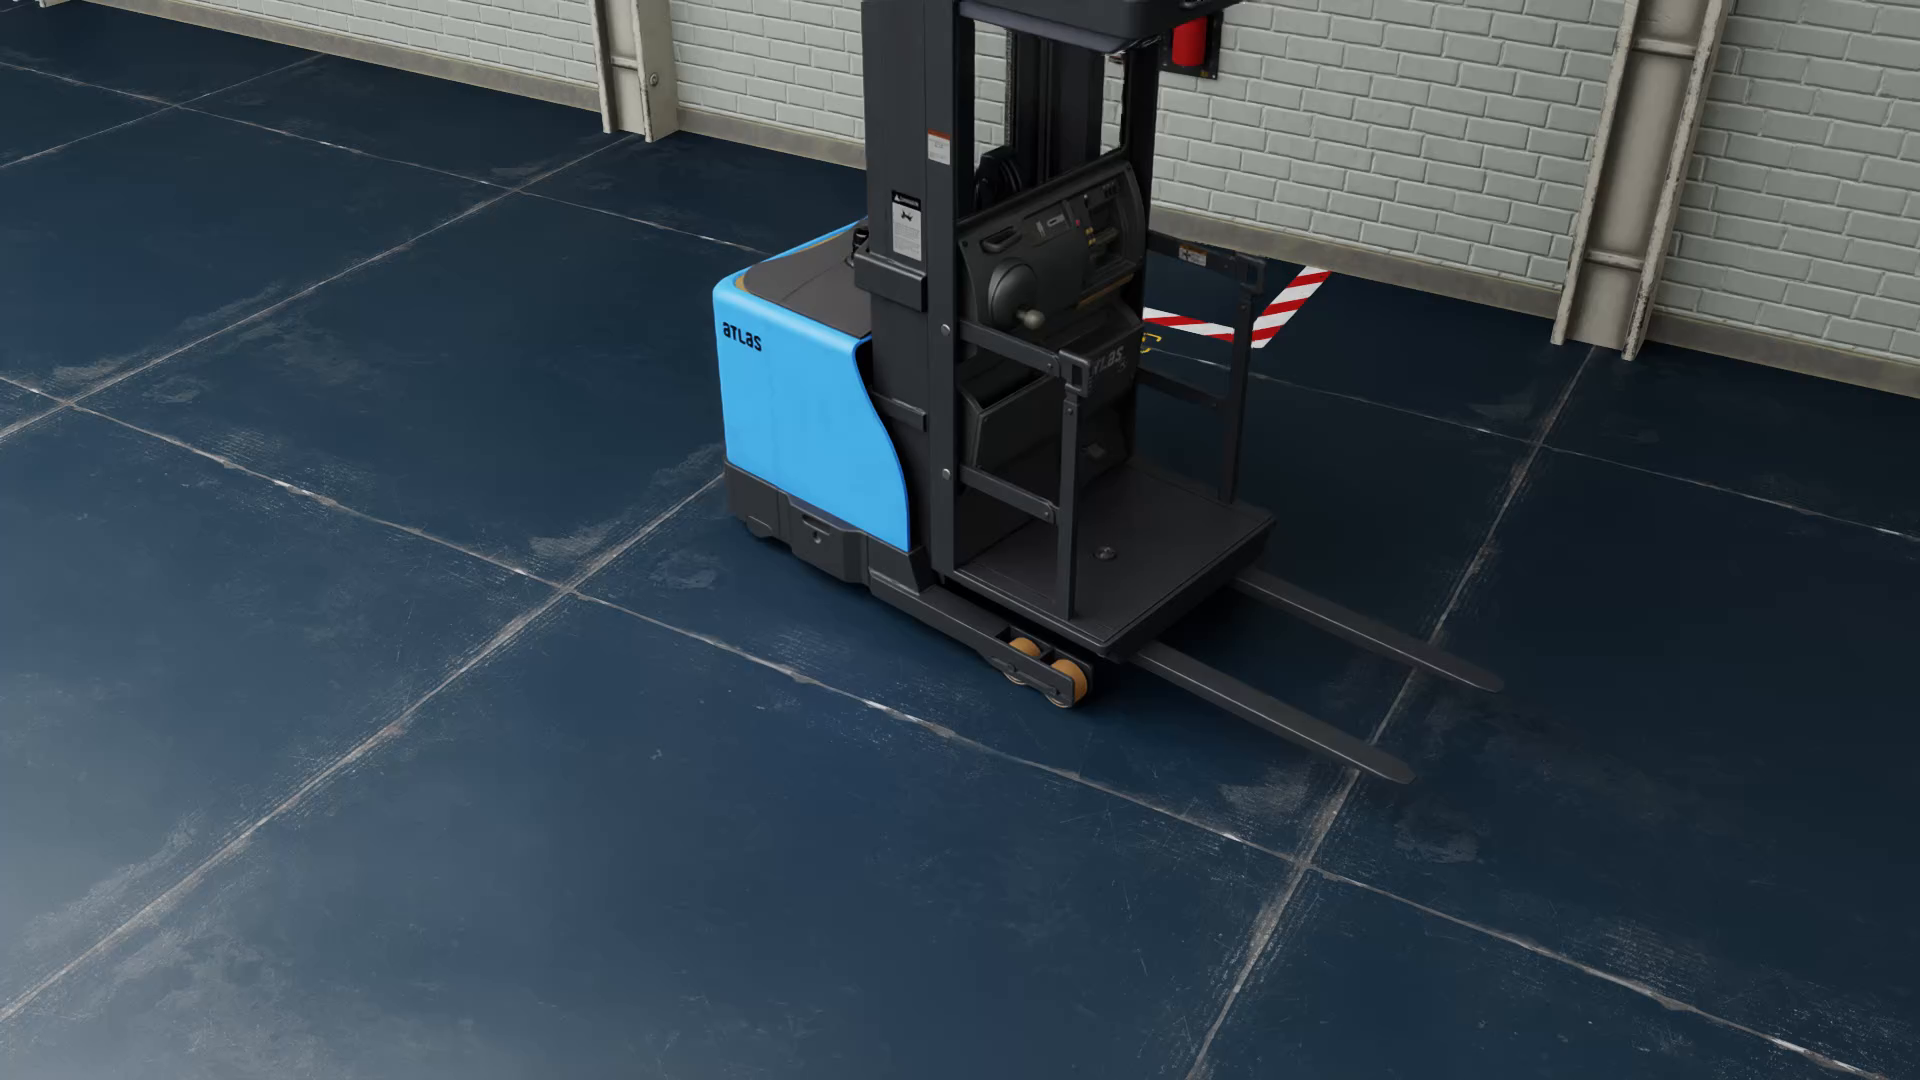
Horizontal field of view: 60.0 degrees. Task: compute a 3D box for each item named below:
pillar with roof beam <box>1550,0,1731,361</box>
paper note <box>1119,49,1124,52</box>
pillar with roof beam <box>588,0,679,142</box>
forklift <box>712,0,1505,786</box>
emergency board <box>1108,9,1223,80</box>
[{"bbox_3d":[1.027,-2.668,2.638,0.400,9.000,9.100,18,37,24],"label":"pillar with roof beam"},{"bbox_3d":[0.917,-2.656,8.827,0.142,0.148,0.016,18,37,24],"label":"paper note"},{"bbox_3d":[-4.183,-4.318,5.116,0.400,9.000,9.100,18,37,24],"label":"pillar with roof beam"},{"bbox_3d":[0.485,-0.961,5.549,3.031,2.935,1.130,26,42,33],"label":"forklift"},{"bbox_3d":[1.036,-2.941,8.460,0.643,1.169,0.194,18,37,24],"label":"emergency board"}]
